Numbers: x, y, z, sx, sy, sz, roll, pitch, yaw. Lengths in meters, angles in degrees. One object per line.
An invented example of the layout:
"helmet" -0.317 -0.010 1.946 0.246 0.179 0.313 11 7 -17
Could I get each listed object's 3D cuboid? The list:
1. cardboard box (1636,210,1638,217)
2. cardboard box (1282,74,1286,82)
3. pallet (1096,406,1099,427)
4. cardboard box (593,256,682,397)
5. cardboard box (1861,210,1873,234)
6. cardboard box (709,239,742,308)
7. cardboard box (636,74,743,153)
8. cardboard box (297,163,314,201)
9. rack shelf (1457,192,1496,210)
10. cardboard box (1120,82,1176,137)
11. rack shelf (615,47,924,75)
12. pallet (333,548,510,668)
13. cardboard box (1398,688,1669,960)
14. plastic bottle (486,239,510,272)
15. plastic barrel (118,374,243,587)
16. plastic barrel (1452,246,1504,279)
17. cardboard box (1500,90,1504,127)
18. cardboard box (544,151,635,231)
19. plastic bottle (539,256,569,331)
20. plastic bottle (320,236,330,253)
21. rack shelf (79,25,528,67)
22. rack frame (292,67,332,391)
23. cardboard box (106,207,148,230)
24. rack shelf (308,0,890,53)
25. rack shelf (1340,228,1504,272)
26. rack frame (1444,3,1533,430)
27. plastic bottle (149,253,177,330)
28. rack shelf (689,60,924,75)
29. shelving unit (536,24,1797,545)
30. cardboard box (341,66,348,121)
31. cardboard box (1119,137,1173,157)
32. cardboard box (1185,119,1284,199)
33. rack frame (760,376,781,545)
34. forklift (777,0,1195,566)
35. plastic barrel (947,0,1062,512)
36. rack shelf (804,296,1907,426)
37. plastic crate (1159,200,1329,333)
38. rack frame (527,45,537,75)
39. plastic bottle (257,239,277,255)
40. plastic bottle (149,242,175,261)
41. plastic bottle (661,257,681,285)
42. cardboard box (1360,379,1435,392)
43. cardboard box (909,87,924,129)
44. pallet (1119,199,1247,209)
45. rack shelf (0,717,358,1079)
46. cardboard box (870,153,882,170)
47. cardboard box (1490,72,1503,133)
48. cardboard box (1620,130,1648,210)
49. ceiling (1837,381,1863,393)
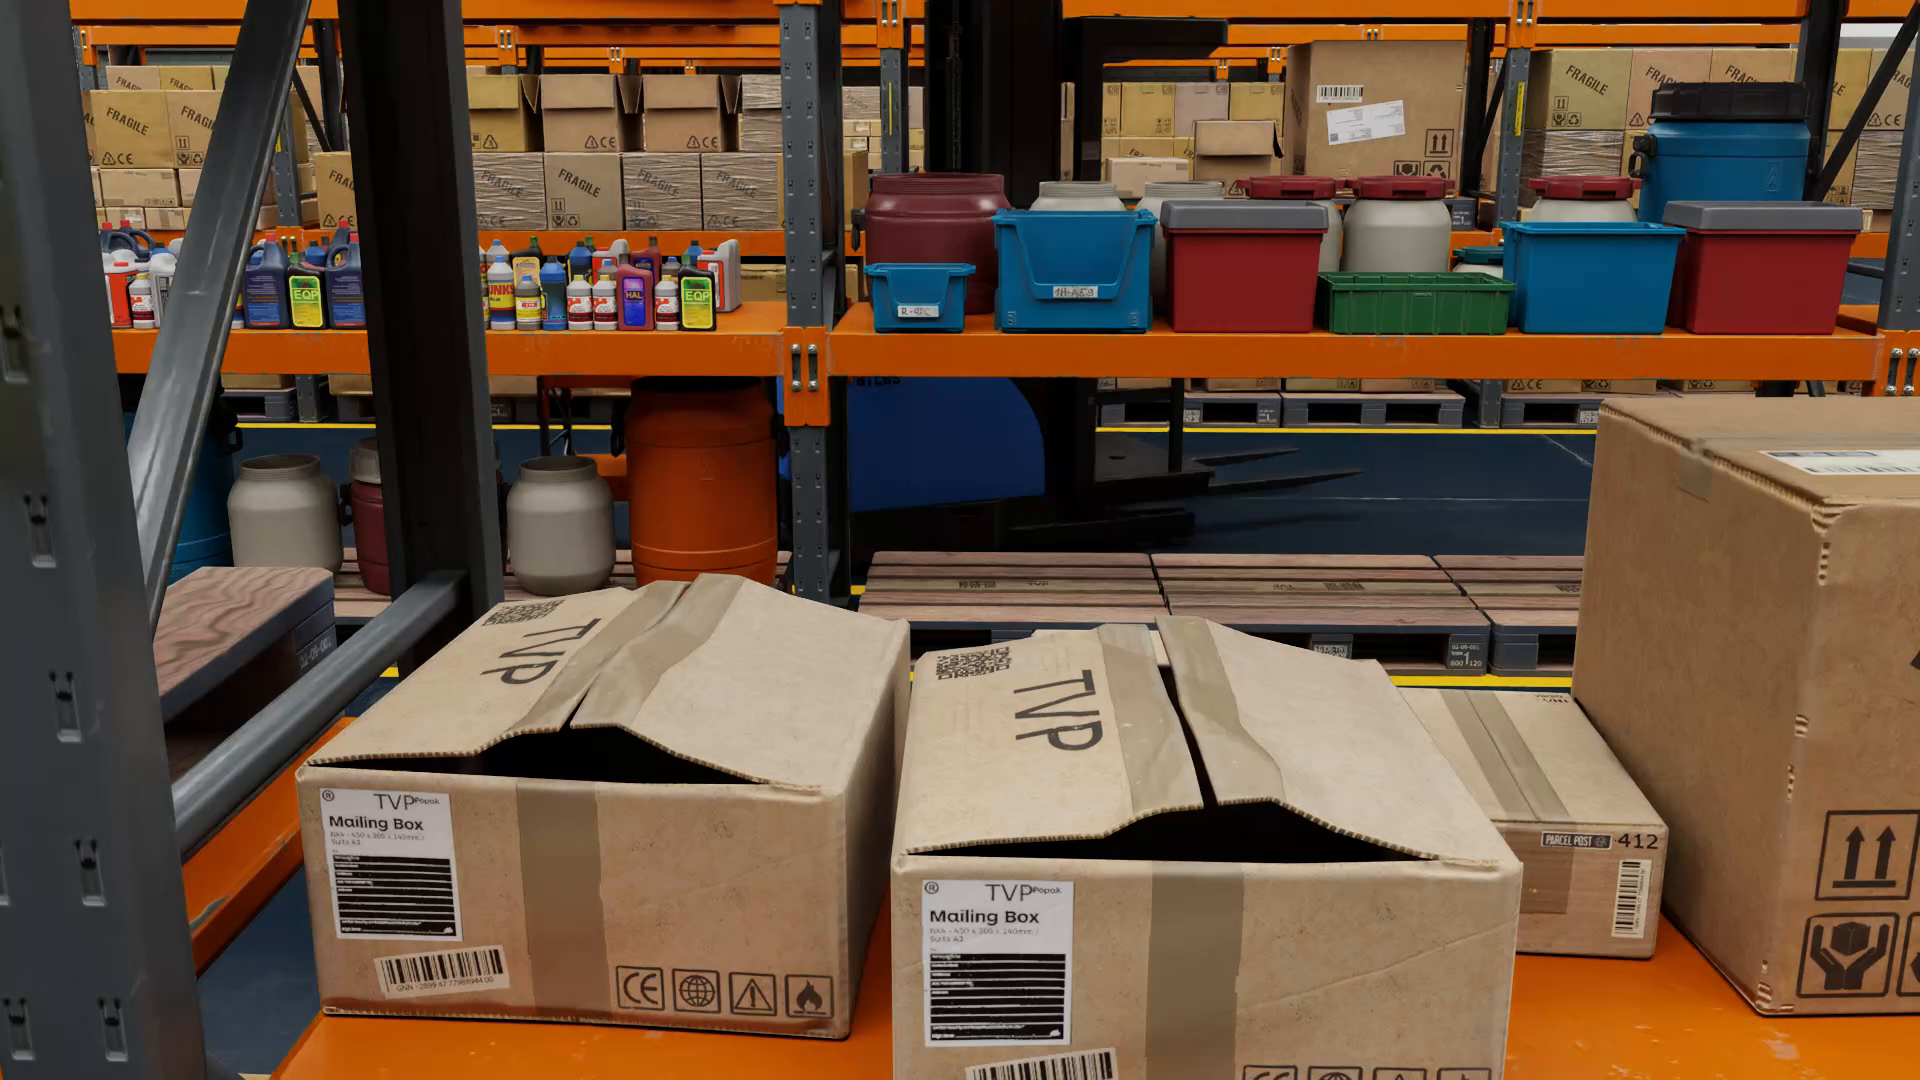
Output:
"cardboard box" 4.522 -2.120 10.989 0.250 0.149 0.380 0 15 1
"cardboard box" 4.252 -5.463 20.428 0.500 0.500 0.700 0 15 1
"pallet" 0.347 -0.991 11.682 1.213 0.211 1.003 0 15 1
"cardboard box" -2.014 -1.538 11.631 0.875 0.875 1.225 0 15 2
"cardboard box" 5.771 -2.103 10.924 0.250 0.149 0.380 0 15 1
"cardboard box" -4.662 0.123 4.354 7.345 1.356 5.886 0 15 1
"cardboard box" -1.816 -2.892 11.259 0.637 0.503 0.797 1 15 3
"cardboard box" -4.896 -2.512 11.692 0.500 0.250 0.500 0 15 0
"rack shelf" 5.792 -3.222 16.082 4.000 0.370 1.077 0 15 1
"cardboard box" 1.772 -4.126 15.943 0.500 0.500 0.700 0 15 1
"rack shelf" -2.180 -5.987 20.684 4.000 0.370 1.077 0 15 1
"pallet" -2.566 0.264 6.927 1.213 0.211 1.003 0 15 1
"cardboard box" 0.585 0.297 1.826 0.250 0.149 0.380 1 15 6
"plastic bottle" -2.984 -1.125 6.975 2.212 0.271 0.097 0 15 1
"plastic barrel" -3.308 -0.284 6.825 0.708 0.901 0.600 0 15 1
"plastic barrel" 2.119 -1.036 6.659 0.301 0.262 0.301 0 15 0
"cardboard box" 4.021 -3.061 11.325 0.500 0.500 0.500 0 15 1
"cardboard box" -2.460 -2.344 11.148 0.500 0.500 0.500 1 15 2
"plastic bottle" -1.516 -0.921 6.204 0.097 0.271 0.097 0 15 0
"plastic bottle" -2.689 -1.133 6.984 0.133 0.283 0.061 0 15 1
"rack shelf" -6.205 -4.750 15.996 4.000 0.370 1.077 0 15 1
"rack frame" -4.433 -2.372 11.449 0.053 2.616 0.949 0 15 1
"cardboard box" -5.517 -2.173 11.187 0.250 0.149 0.380 1 15 2
"rack shelf" -2.434 -3.460 11.105 4.000 0.370 1.077 0 15 1
"rack shelf" 1.565 -1.984 11.389 4.000 0.370 1.077 0 15 1
"rack frame" 3.565 -2.319 11.248 0.127 3.000 1.000 0 15 1
"plastic bottle" 0.869 -0.389 6.295 7.774 1.356 0.255 0 15 1
"rack shelf" -2.057 -7.253 25.482 4.000 0.370 1.077 0 15 1
"shelving unit" 5.662 -5.292 16.636 15.233 6.000 19.721 0 15 0
"cardboard box" -5.710 -4.254 15.843 0.500 0.500 0.500 1 15 3
"cardboard box" 1.746 -3.576 15.817 0.500 0.500 0.500 0 15 1
"cardboard box" 1.829 -2.559 11.135 0.637 0.503 0.797 2 15 7
"rack frame" -0.912 -0.481 7.959 0.032 1.125 0.500 0 15 0
"forklift" 20.324 0.394 1.273 34.009 2.843 29.462 -6 16 -21
"plastic barrel" 0.109 -1.493 8.066 0.731 2.708 0.958 0 15 1
"rack shelf" 1.439 -0.721 6.602 4.000 0.370 1.077 0 15 1
"plastic crate" 1.047 -1.024 6.215 0.583 0.464 0.402 0 15 1
"rack frame" -4.205 -3.634 16.234 0.053 2.616 0.949 0 15 1
"plastic bottle" -2.921 -1.119 6.946 0.135 0.276 0.152 0 15 1
"plastic bottle" -3.272 -1.088 6.835 0.097 0.271 0.097 0 15 0
"plastic bottle" -1.198 -1.079 6.939 0.097 0.201 0.097 0 15 0
"cardboard box" 2.951 -1.332 11.547 0.500 0.500 0.700 -1 15 -3
"cardboard box" -0.705 -5.340 20.545 0.500 0.500 0.500 0 15 0
"pallet" 1.546 -2.249 11.362 1.213 0.211 1.003 0 15 1
"rack shelf" -2.690 0.516 1.913 4.000 0.370 1.077 0 15 1
"cardboard box" -0.711 -3.576 15.685 0.250 0.149 0.380 1 15 2
"cardboard box" 5.249 -4.154 15.793 0.550 0.550 0.875 0 15 1
"cardboard box" 4.512 -2.480 11.080 0.500 0.500 0.875 0 15 1
"ceiling" 6.341 -1.290 11.428 0.614 0.500 0.614 0 15 1
